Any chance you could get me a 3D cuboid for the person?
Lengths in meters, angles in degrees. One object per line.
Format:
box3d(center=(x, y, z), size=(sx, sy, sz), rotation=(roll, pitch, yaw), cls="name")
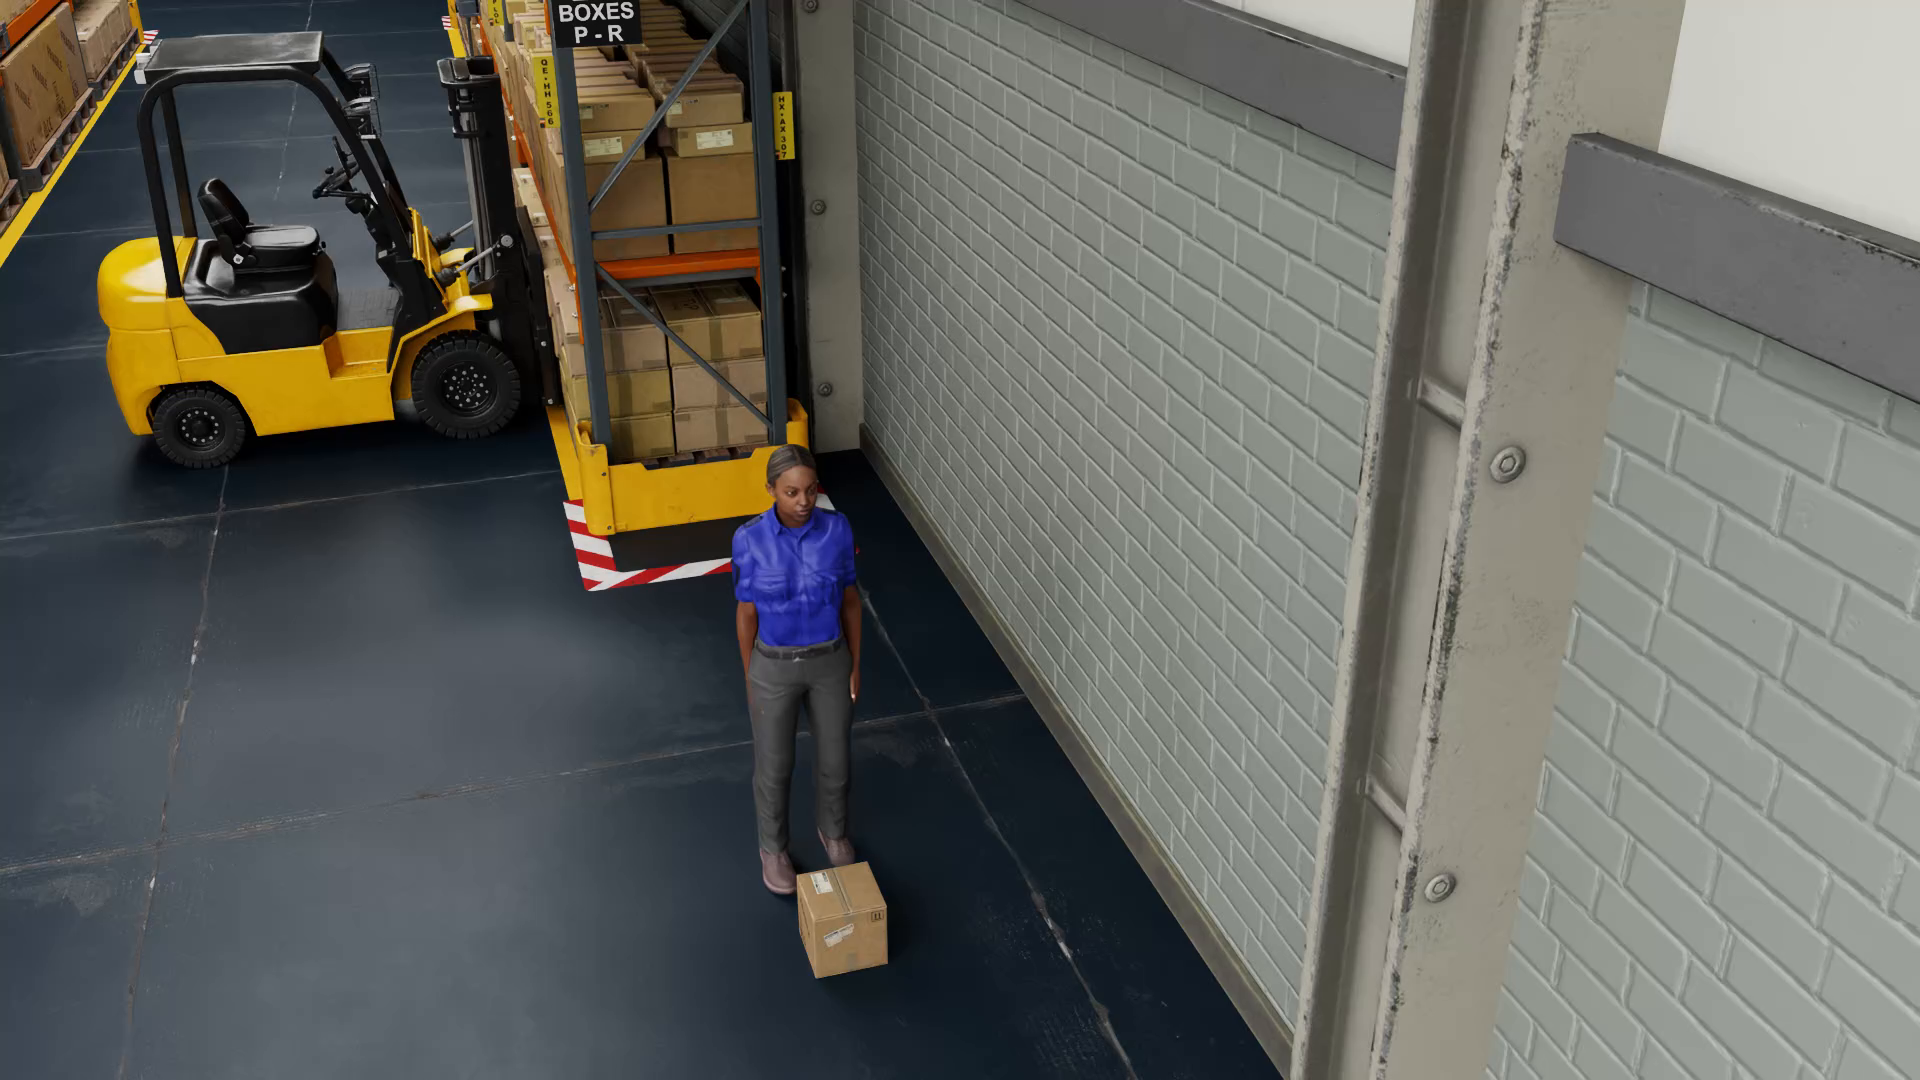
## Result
box3d(center=(-0.543, 0.462, 5.746), size=(0.435, 1.699, 0.346), rotation=(-8, 27, -15), cls="person")
